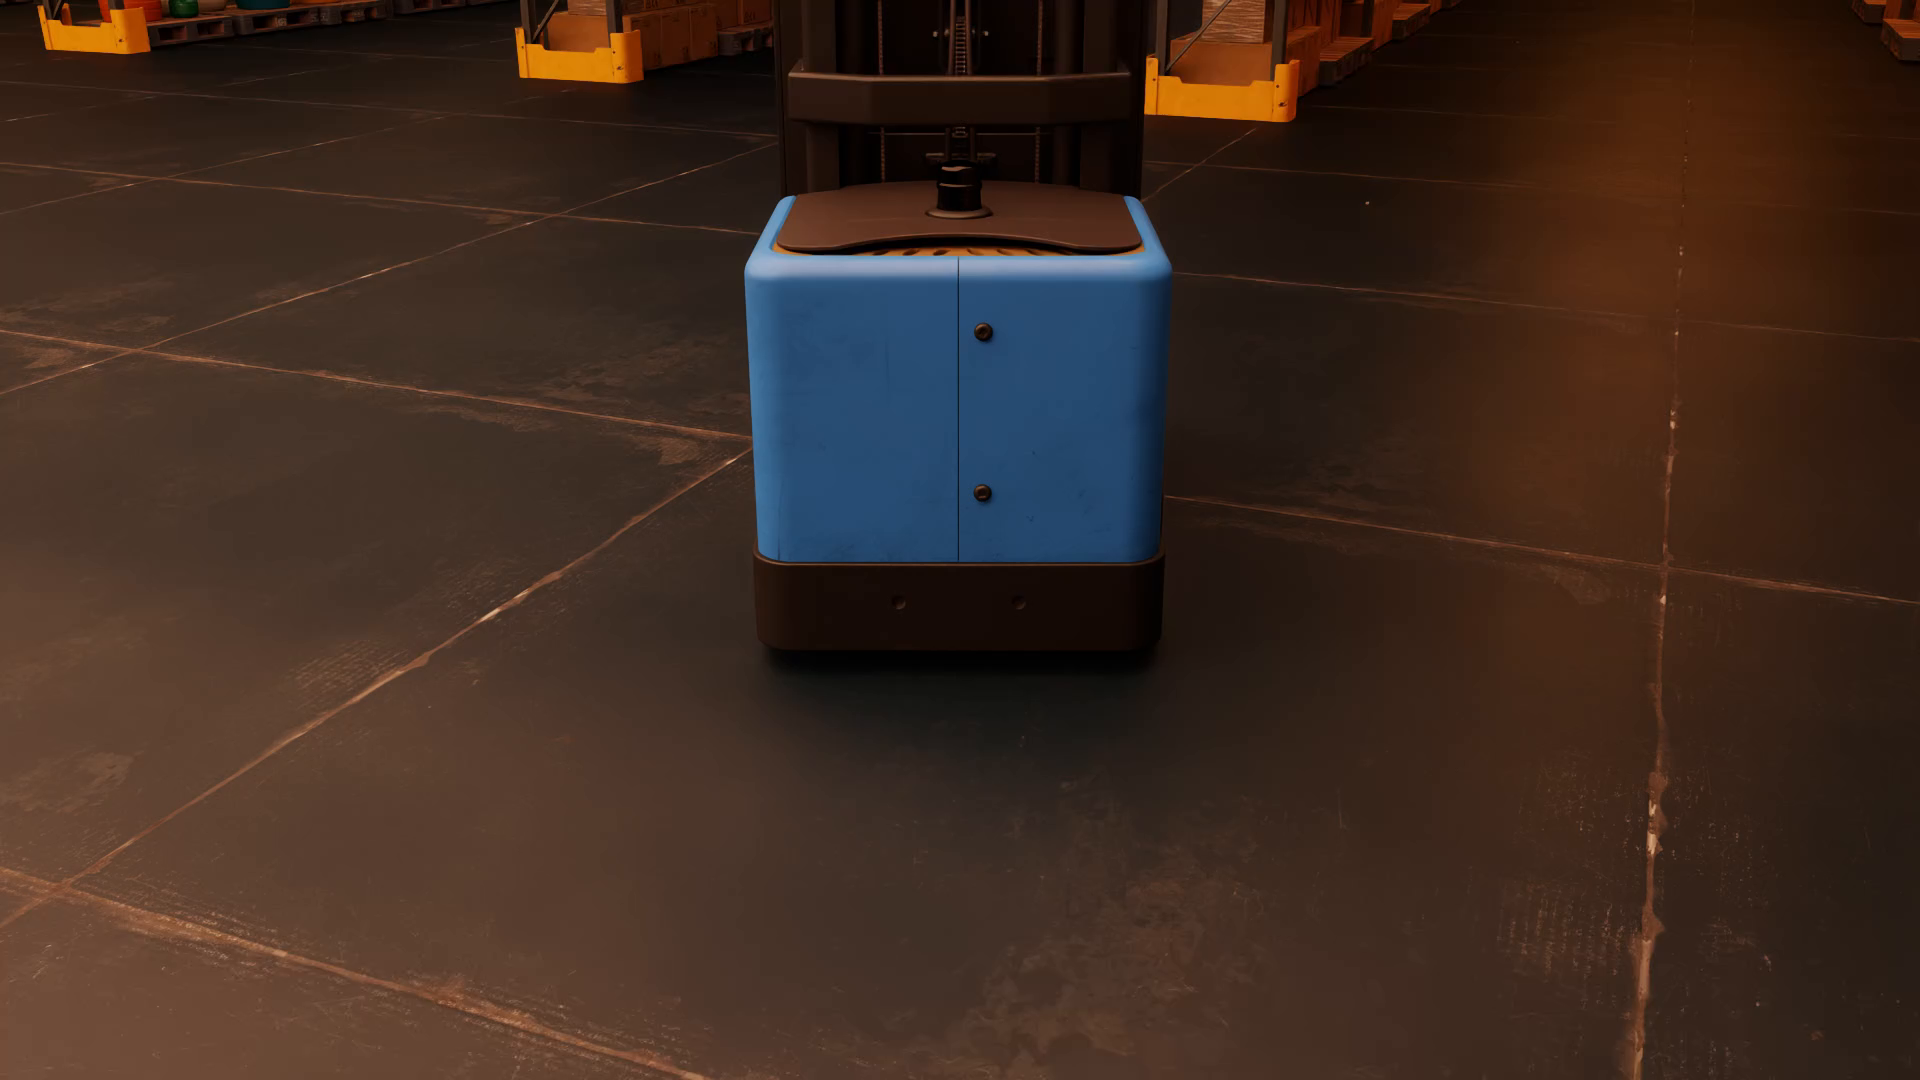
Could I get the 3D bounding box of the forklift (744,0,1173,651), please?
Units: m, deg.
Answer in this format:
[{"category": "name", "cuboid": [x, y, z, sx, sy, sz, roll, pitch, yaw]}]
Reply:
[{"category": "forklift", "cuboid": [0.002, -1.587, 5.089, 1.130, 2.935, 3.031, 0, 23, 0]}]
